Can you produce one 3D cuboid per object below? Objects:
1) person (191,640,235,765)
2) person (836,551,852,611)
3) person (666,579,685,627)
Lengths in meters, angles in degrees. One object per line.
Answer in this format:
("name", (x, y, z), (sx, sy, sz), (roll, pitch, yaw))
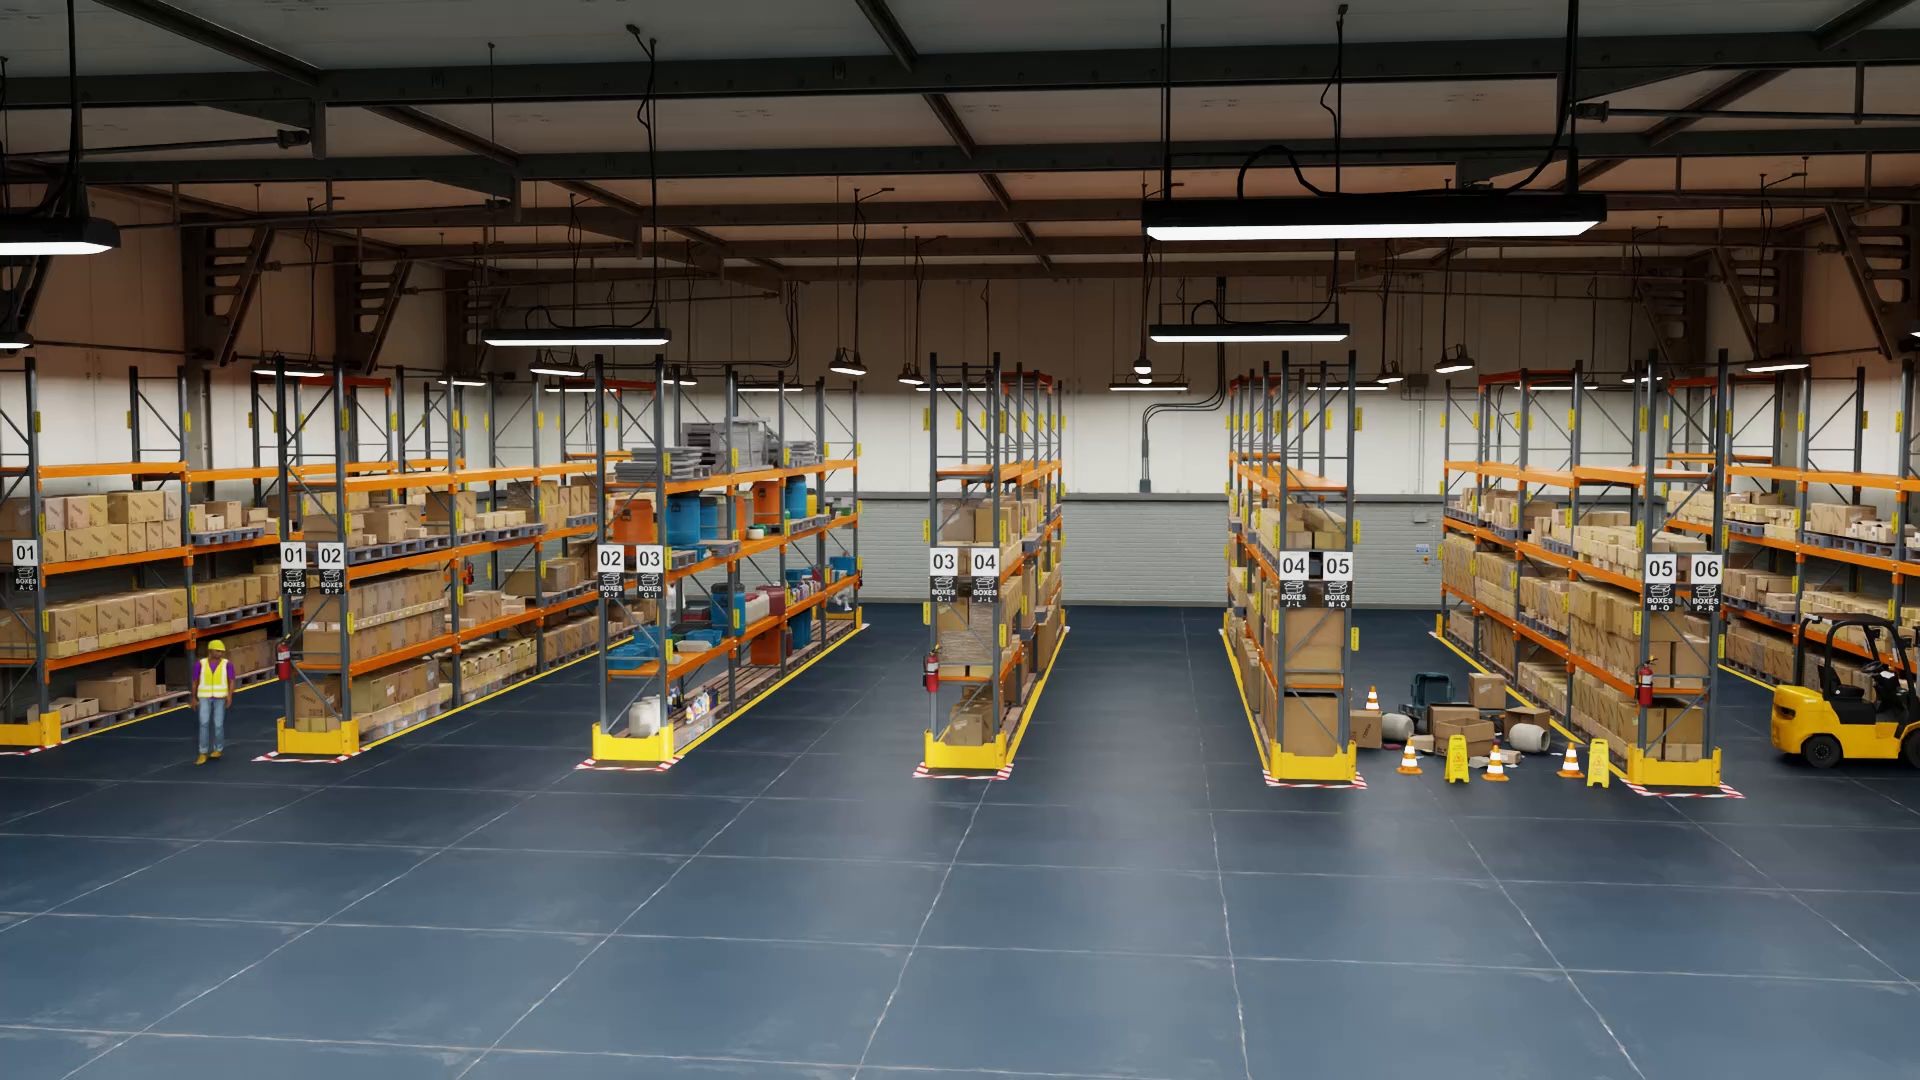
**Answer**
("person", (-11.089, 2.394, 24.690), (0.611, 1.780, 0.704), (-2, 4, -24))
("person", (-3.075, 1.087, 44.297), (0.717, 1.541, 0.416), (4, 5, 41))
("person", (-6.390, 1.554, 37.024), (0.552, 1.612, 1.015), (0, 4, 4))
